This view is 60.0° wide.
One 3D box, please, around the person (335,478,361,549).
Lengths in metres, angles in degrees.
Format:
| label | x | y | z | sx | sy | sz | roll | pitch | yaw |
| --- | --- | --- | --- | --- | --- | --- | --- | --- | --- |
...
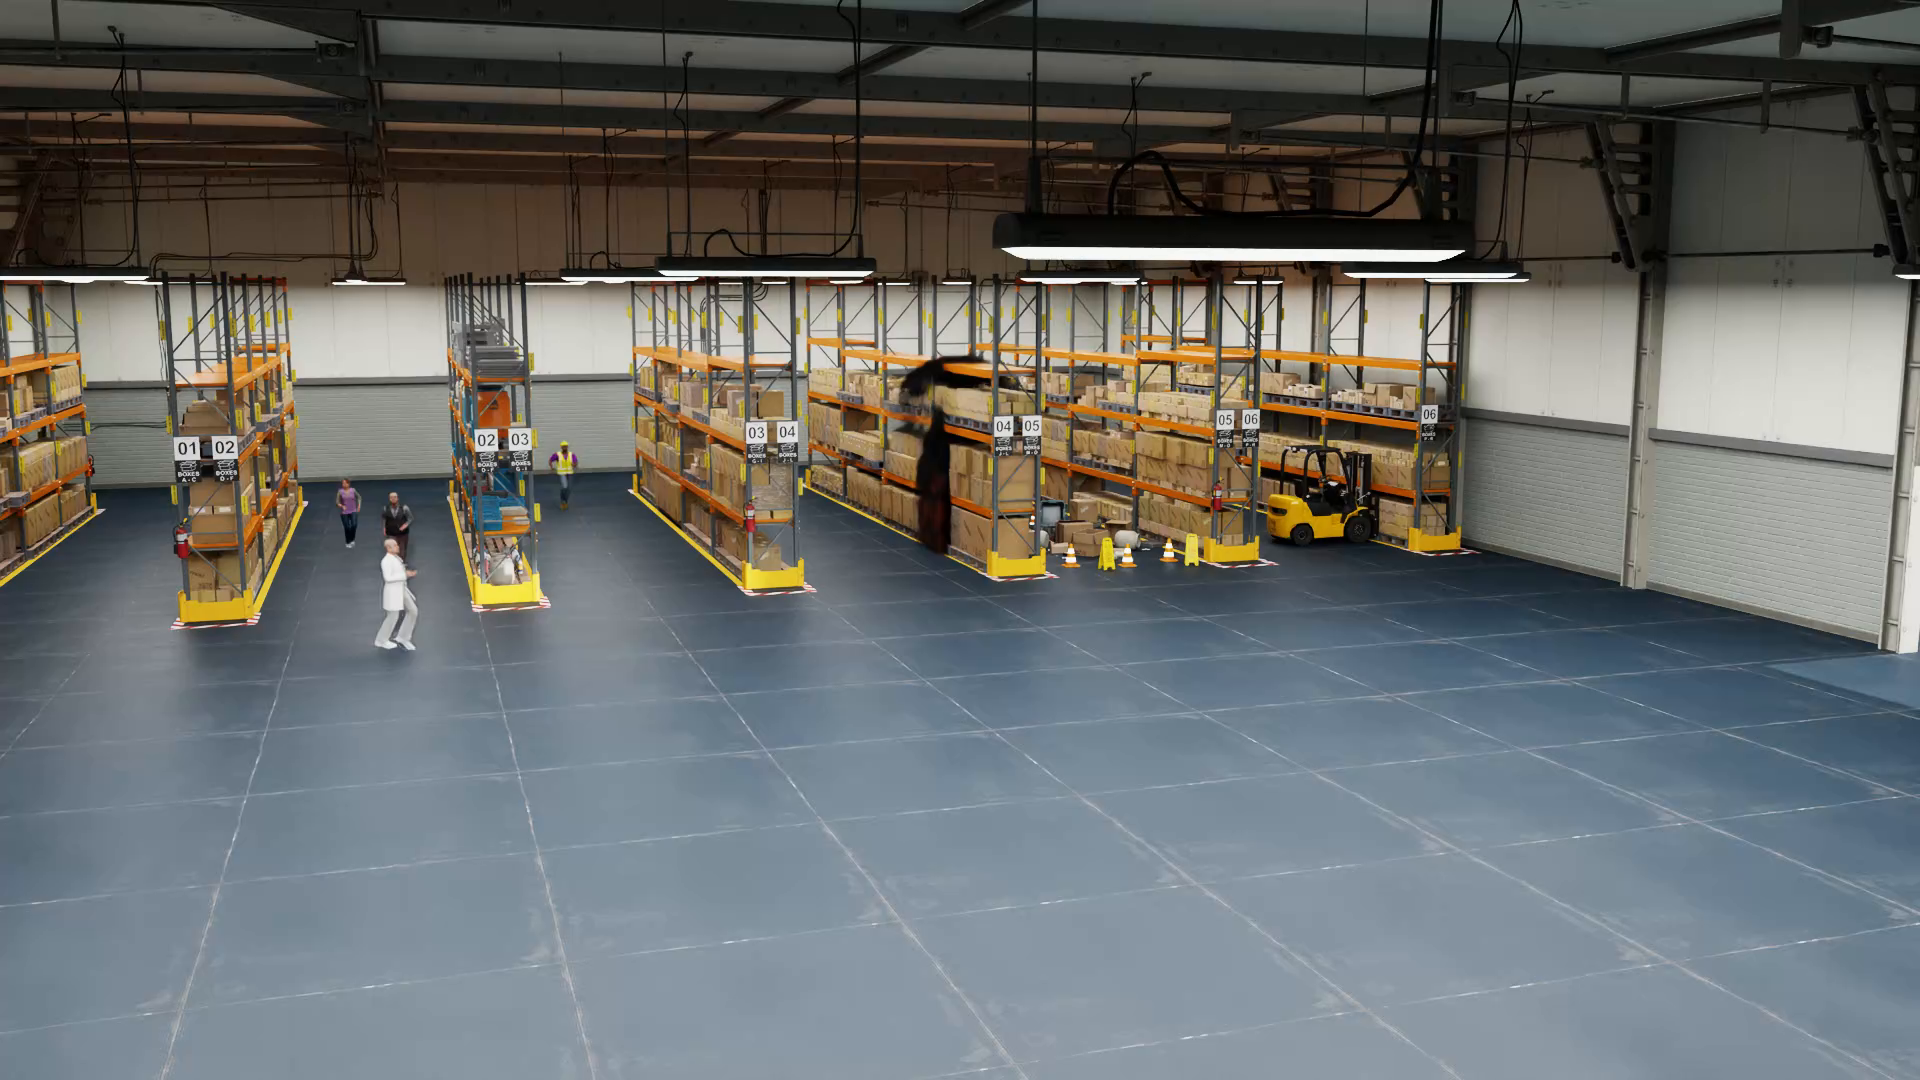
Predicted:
| label | x | y | z | sx | sy | sz | roll | pitch | yaw |
| --- | --- | --- | --- | --- | --- | --- | --- | --- | --- |
| person | -13.490 | -0.585 | 36.721 | 0.546 | 1.564 | 0.635 | -3 | 9 | -21 |

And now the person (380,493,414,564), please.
| label | x | y | z | sx | sy | sz | roll | pitch | yaw |
| --- | --- | --- | --- | --- | --- | --- | --- | --- | --- |
| person | -11.090 | -0.088 | 32.800 | 0.655 | 1.720 | 0.892 | -3 | 9 | -17 |

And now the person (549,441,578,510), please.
| label | x | y | z | sx | sy | sz | roll | pitch | yaw |
| --- | --- | --- | --- | --- | --- | --- | --- | --- | --- |
| person | -10.290 | -1.676 | 43.359 | 0.674 | 1.803 | 0.732 | -6 | 10 | -33 |

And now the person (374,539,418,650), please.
| label | x | y | z | sx | sy | sz | roll | pitch | yaw |
| --- | --- | --- | --- | --- | --- | --- | --- | --- | --- |
| person | -8.936 | 0.886 | 26.379 | 0.777 | 1.827 | 0.685 | 1 | 9 | 5 |
